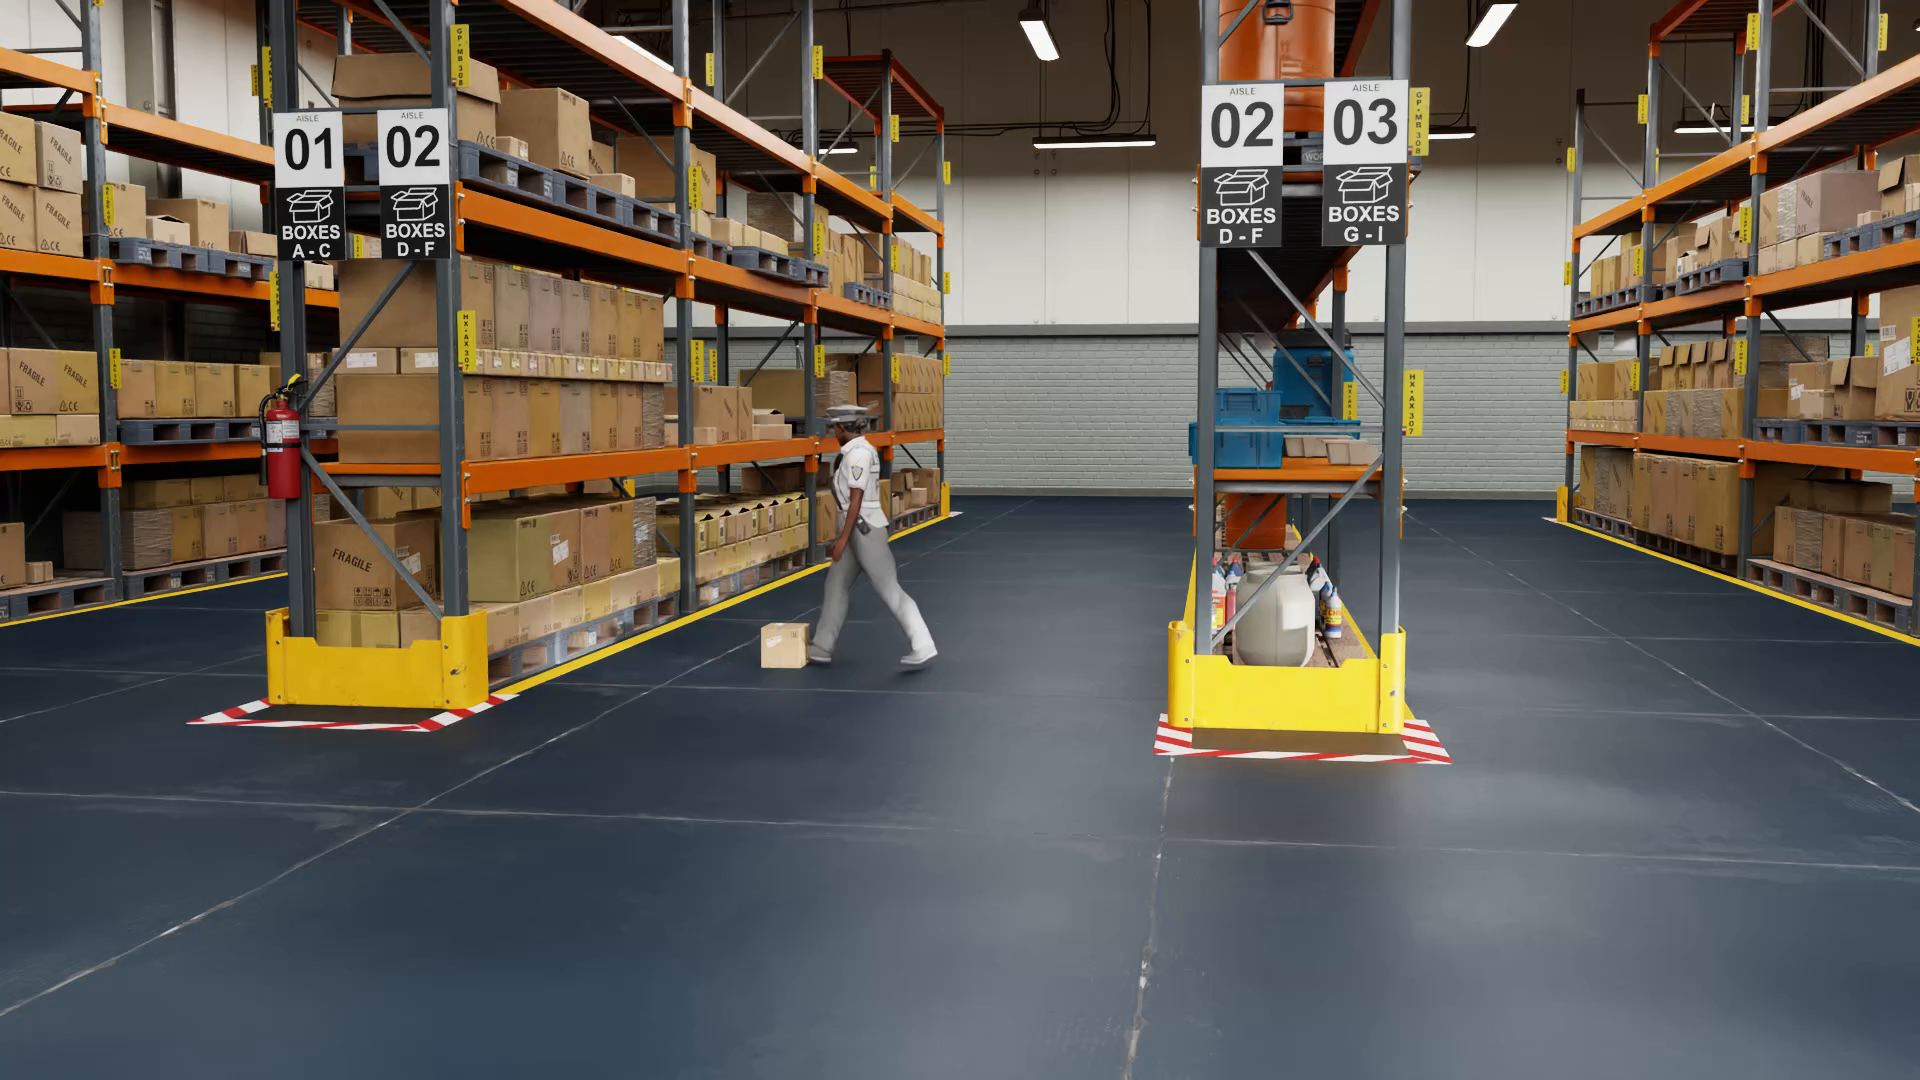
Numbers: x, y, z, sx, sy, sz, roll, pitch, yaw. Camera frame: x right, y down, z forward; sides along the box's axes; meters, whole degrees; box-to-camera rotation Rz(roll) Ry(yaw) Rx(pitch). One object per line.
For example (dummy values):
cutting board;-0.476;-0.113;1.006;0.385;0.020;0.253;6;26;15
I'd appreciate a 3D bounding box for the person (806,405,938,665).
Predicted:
person;-0.615;-0.026;10.285;0.907;1.619;0.606;-1;5;-10
